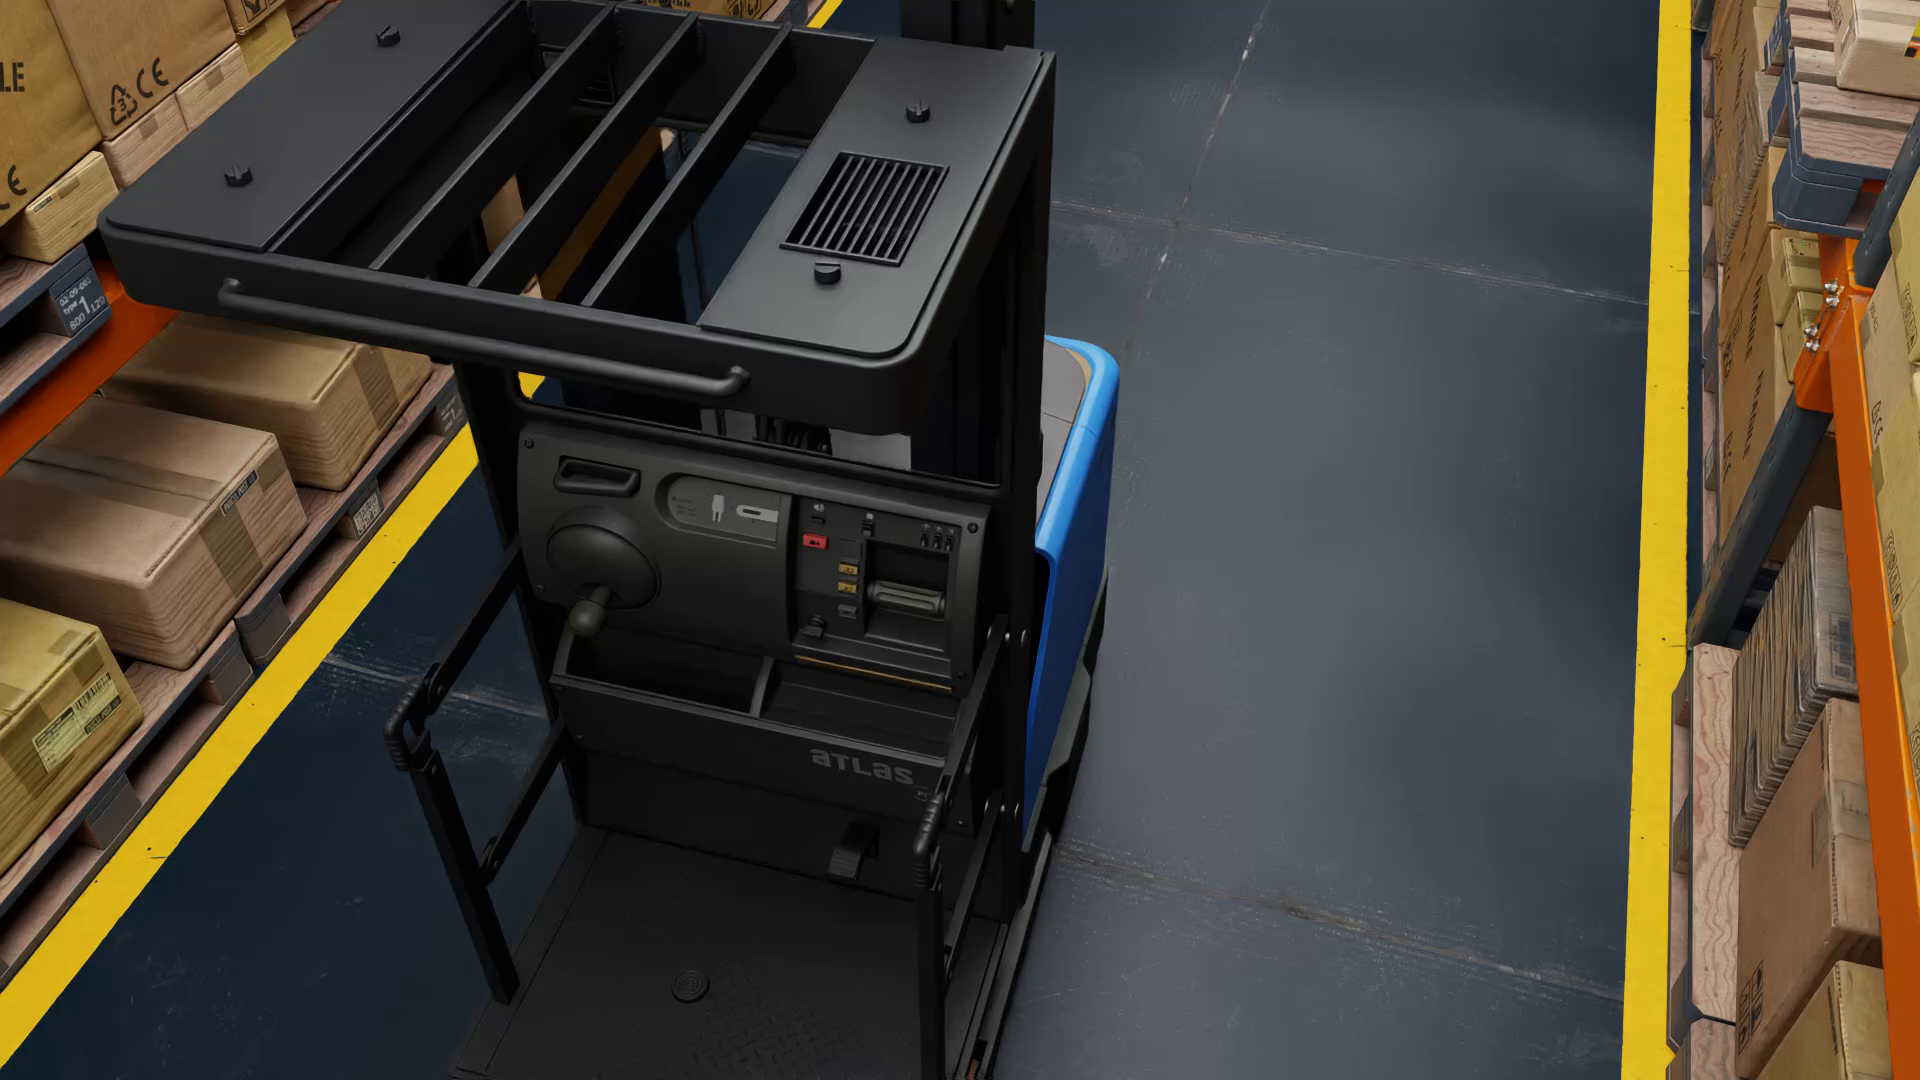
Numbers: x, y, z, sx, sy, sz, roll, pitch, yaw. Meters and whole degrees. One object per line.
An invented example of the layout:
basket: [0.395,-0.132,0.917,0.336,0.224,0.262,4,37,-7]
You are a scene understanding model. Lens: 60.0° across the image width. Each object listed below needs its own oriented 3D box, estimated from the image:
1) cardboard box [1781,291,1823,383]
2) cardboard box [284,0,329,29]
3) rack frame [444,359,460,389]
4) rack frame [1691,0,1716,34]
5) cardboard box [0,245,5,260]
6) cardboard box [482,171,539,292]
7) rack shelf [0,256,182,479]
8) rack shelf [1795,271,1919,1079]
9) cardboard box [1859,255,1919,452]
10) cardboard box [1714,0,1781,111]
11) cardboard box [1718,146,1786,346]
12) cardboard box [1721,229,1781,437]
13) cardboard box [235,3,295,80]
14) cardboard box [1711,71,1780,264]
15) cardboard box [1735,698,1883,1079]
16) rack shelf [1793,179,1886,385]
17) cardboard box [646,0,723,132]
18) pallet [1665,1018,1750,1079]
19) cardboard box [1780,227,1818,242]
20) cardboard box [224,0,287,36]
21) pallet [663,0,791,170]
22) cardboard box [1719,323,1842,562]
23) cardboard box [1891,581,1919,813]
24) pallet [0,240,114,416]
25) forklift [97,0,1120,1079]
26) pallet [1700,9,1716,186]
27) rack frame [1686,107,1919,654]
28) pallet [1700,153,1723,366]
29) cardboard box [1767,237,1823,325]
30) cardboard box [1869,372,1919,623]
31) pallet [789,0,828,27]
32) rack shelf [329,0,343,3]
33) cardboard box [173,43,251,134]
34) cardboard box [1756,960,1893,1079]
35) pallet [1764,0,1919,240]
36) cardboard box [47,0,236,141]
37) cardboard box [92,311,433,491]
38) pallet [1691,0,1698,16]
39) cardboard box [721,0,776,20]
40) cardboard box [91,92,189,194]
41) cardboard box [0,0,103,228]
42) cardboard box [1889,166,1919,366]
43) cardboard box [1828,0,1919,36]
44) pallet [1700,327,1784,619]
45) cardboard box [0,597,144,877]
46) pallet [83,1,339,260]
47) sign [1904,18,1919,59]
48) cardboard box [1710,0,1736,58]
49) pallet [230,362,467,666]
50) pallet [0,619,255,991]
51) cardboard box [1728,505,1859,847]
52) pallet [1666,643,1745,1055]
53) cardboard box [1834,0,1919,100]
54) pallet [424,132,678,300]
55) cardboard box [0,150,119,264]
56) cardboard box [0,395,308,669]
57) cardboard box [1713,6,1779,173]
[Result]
cardboard box: [2.548,-0.545,4.686,0.380,0.149,0.250,10,45,11]
cardboard box: [-1.967,-1.515,4.533,0.380,0.149,0.250,14,46,14]
rack frame: [-2.092,-1.723,4.866,1.000,3.000,0.127,13,46,13]
rack frame: [3.851,-3.340,6.519,1.000,3.000,0.127,13,46,13]
cardboard box: [-2.363,-0.650,3.649,0.380,0.149,0.250,13,46,13]
cardboard box: [-1.803,-1.556,5.915,0.875,0.875,0.875,12,46,12]
rack shelf: [-2.698,-0.133,3.755,1.077,0.370,4.000,13,46,13]
rack shelf: [2.034,0.916,2.683,1.077,0.370,4.000,13,46,13]
cardboard box: [2.273,-0.376,3.597,0.500,0.250,0.500,13,46,13]
cardboard box: [3.338,-1.965,6.601,0.500,0.500,0.500,12,46,12]
cardboard box: [2.881,-0.939,5.552,0.500,0.500,0.500,14,46,14]
cardboard box: [2.725,-0.590,5.195,0.500,0.500,0.500,12,46,12]
cardboard box: [-1.979,-1.321,4.334,0.380,0.149,0.250,13,46,13]
cardboard box: [3.020,-1.289,5.910,0.500,0.500,0.500,11,45,11]
cardboard box: [2.248,0.875,3.609,0.875,0.625,0.625,14,46,14]
rack shelf: [3.246,-1.750,5.408,1.077,0.370,4.000,13,46,13]
cardboard box: [-1.529,-2.150,6.521,0.875,0.875,0.875,13,46,13]
pallet: [1.982,1.674,3.389,1.003,0.211,1.213,13,46,13]
cardboard box: [2.723,-0.900,5.048,0.380,0.149,0.250,11,45,11]
cardboard box: [-1.965,-1.653,4.210,0.500,0.500,0.500,11,46,11]
pallet: [-1.410,-2.046,7.190,1.003,0.211,1.213,13,46,13]
cardboard box: [2.563,-0.258,4.856,0.500,0.500,0.500,14,46,14]
cardboard box: [1.966,0.303,2.903,0.500,0.250,0.500,11,45,11]
pallet: [-2.652,-0.326,3.576,1.003,0.211,1.213,13,46,13]
forklift: [-0.462,0.131,3.020,1.130,2.935,3.031,11,45,11]
pallet: [3.641,-1.793,6.932,1.003,0.211,1.213,13,46,13]
rack frame: [2.640,-0.674,3.794,1.000,3.000,0.127,13,46,13]
pallet: [3.273,-0.978,6.098,1.003,0.211,1.213,13,46,13]
cardboard box: [2.601,-0.734,4.879,0.380,0.149,0.250,10,45,10]
cardboard box: [2.116,-0.042,3.256,0.500,0.250,0.500,12,46,12]
pallet: [-1.042,-2.862,8.024,1.003,0.211,1.213,13,46,13]
rack shelf: [-1.486,-2.799,6.480,1.077,0.370,4.000,13,46,13]
cardboard box: [-2.013,-1.143,4.153,0.380,0.149,0.250,12,46,12]
cardboard box: [2.044,1.323,3.150,0.875,0.625,0.625,11,45,11]
pallet: [2.778,-1.072,4.338,1.213,0.211,1.003,13,46,13]
cardboard box: [-2.111,-1.306,3.856,0.500,0.500,0.500,12,46,12]
cardboard box: [-2.272,-0.559,5.255,0.950,0.372,0.625,10,45,10]
pallet: [4.060,-2.801,7.962,1.003,0.211,1.213,13,46,13]
cardboard box: [-1.258,-2.746,7.130,0.875,0.875,0.875,14,46,14]
cardboard box: [-2.097,-0.977,3.983,0.380,0.149,0.250,11,45,11]
cardboard box: [-2.262,-0.970,3.512,0.500,0.500,0.500,10,45,10]
cardboard box: [2.249,-0.560,3.428,0.500,0.250,0.500,12,46,12]
cardboard box: [2.651,-1.542,4.488,0.500,0.250,0.500,11,45,11]
pallet: [2.902,-0.167,5.270,1.003,0.211,1.213,13,46,13]
cardboard box: [-2.723,0.439,4.236,0.950,0.372,0.625,14,46,14]
pallet: [-2.206,-1.157,4.425,1.213,0.211,1.003,13,46,13]
sign: [2.120,-1.168,3.528,0.100,0.325,0.005,13,46,13]
cardboard box: [3.490,-2.322,6.965,0.500,0.500,0.500,14,46,14]
pallet: [-2.330,-0.206,5.309,1.003,0.211,1.213,13,46,13]
pallet: [-2.701,0.605,4.481,1.003,0.211,1.213,13,46,13]
cardboard box: [2.438,0.437,4.056,0.875,0.625,0.625,14,46,14]
pallet: [2.353,0.863,4.217,1.003,0.211,1.213,13,46,13]
cardboard box: [2.473,-1.254,4.266,0.380,0.149,0.250,13,46,13]
pallet: [-1.781,-1.236,6.362,1.003,0.211,1.213,13,46,13]
cardboard box: [-2.167,-0.791,3.793,0.380,0.149,0.250,13,46,13]
cardboard box: [-2.488,-0.066,4.751,0.950,0.372,0.625,12,46,12]
cardboard box: [3.183,-1.633,6.262,0.500,0.500,0.500,11,45,11]
